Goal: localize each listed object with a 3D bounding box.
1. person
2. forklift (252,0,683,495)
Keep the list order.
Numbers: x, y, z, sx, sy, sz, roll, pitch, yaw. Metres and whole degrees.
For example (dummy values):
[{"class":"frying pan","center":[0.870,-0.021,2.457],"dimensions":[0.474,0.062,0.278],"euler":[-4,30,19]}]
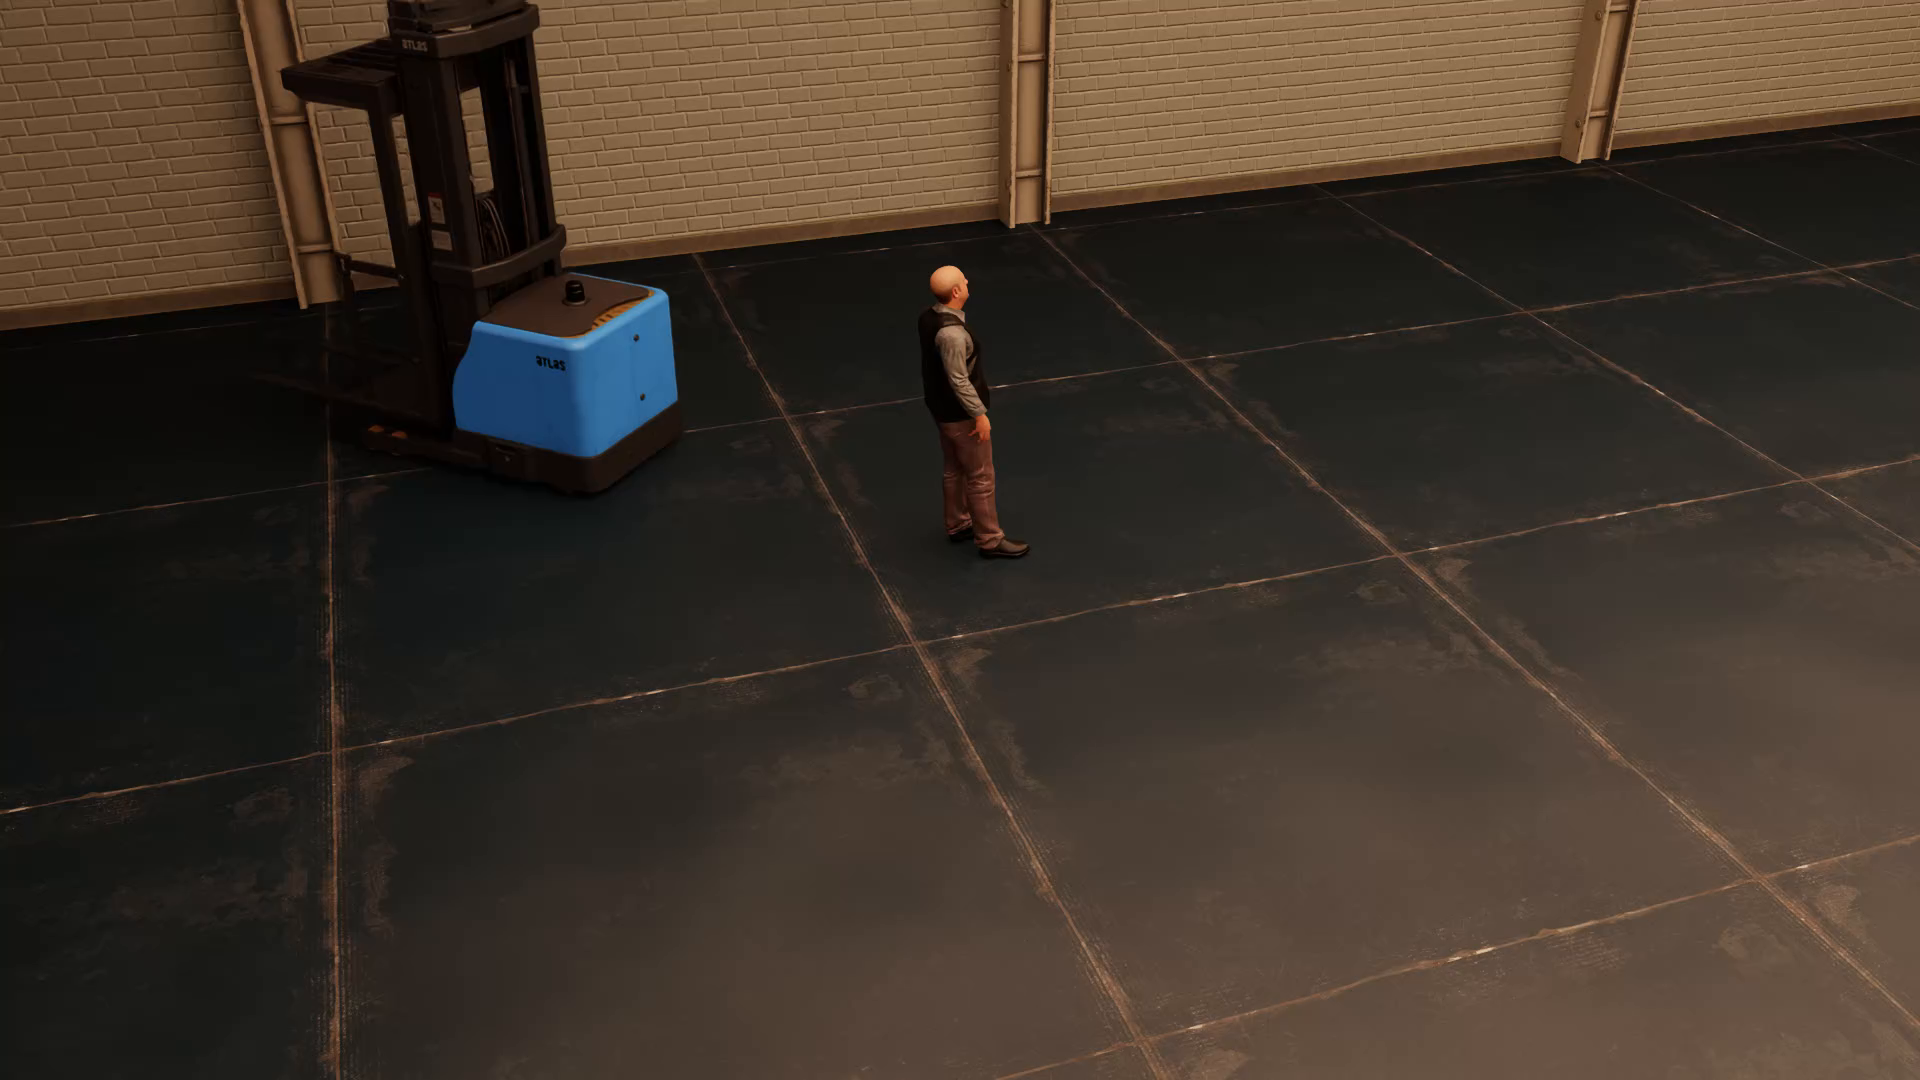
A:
[{"class":"person","center":[0.069,-0.760,9.606],"dimensions":[0.552,1.720,0.632],"euler":[-10,31,-16]},{"class":"forklift","center":[-3.413,-2.044,10.640],"dimensions":[3.031,2.935,1.130],"euler":[13,32,22]}]
